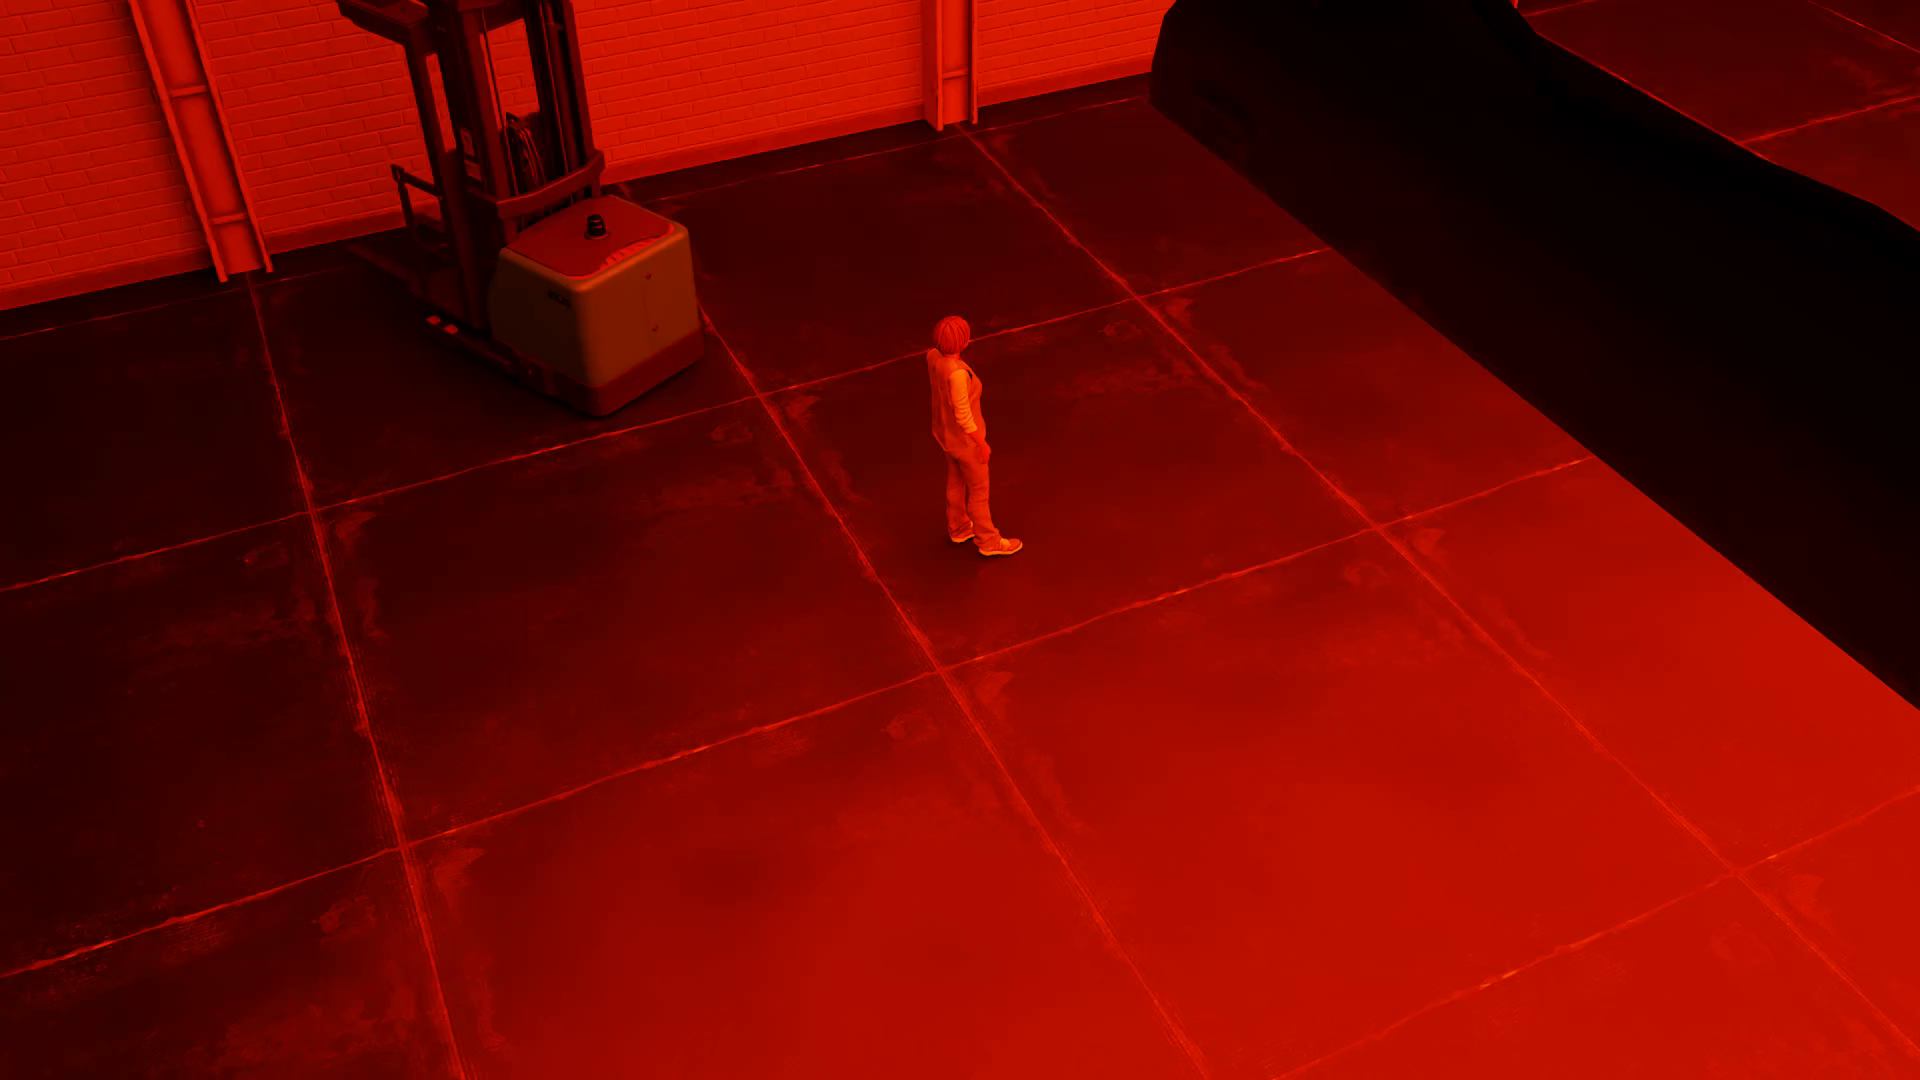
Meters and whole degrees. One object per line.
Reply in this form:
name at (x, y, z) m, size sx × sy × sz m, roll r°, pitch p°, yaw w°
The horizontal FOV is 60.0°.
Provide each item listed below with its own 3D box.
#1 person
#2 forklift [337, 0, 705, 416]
person at (0.074, -0.631, 9.801) m, size 0.473 × 1.599 × 0.520 m, roll -17°, pitch 43°, yaw -19°
forklift at (-3.275, -2.742, 11.302) m, size 3.031 × 2.935 × 1.130 m, roll 27°, pitch 47°, yaw 28°
